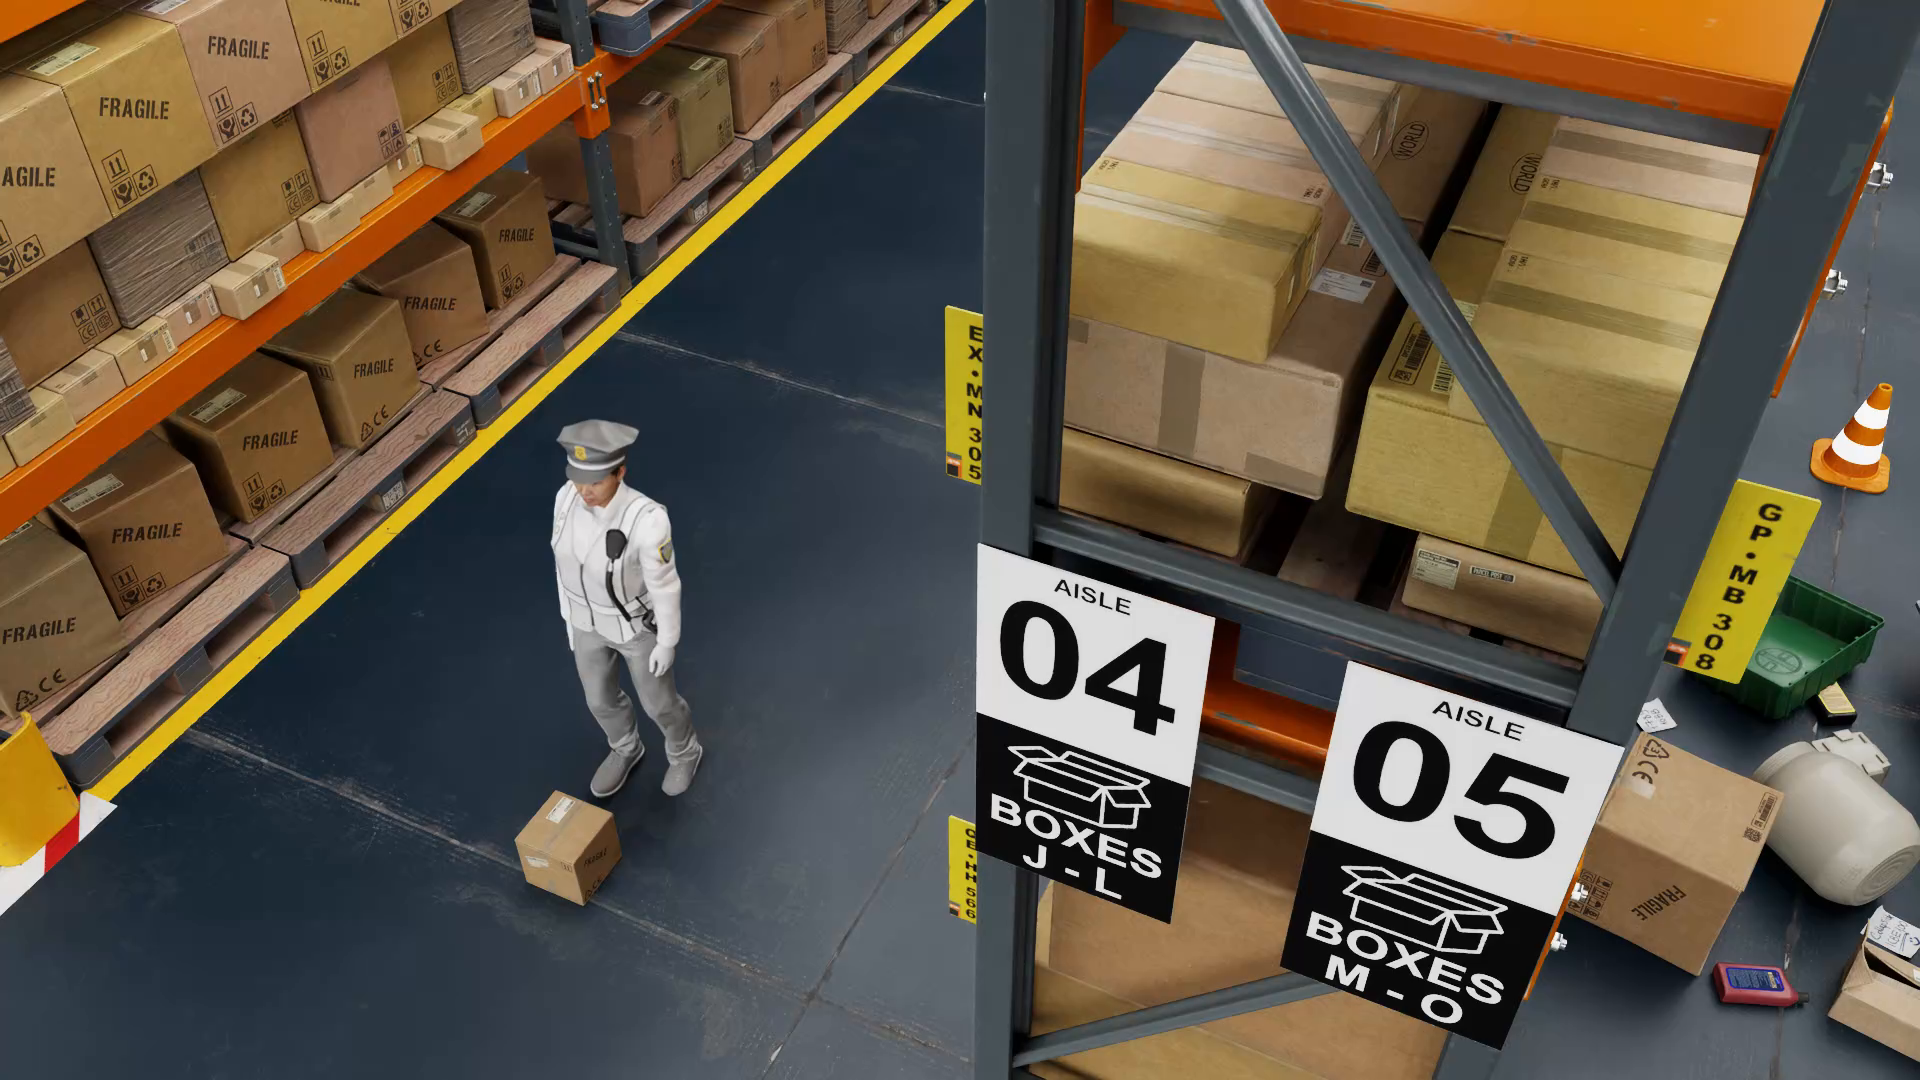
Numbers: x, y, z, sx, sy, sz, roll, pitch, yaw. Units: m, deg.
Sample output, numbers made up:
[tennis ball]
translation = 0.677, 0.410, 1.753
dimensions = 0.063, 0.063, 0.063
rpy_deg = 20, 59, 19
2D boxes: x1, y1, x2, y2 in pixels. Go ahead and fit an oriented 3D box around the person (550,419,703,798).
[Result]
[person]
translation = -1.184, 0.307, 5.851
dimensions = 0.477, 1.729, 0.374
rpy_deg = 18, 45, 19
